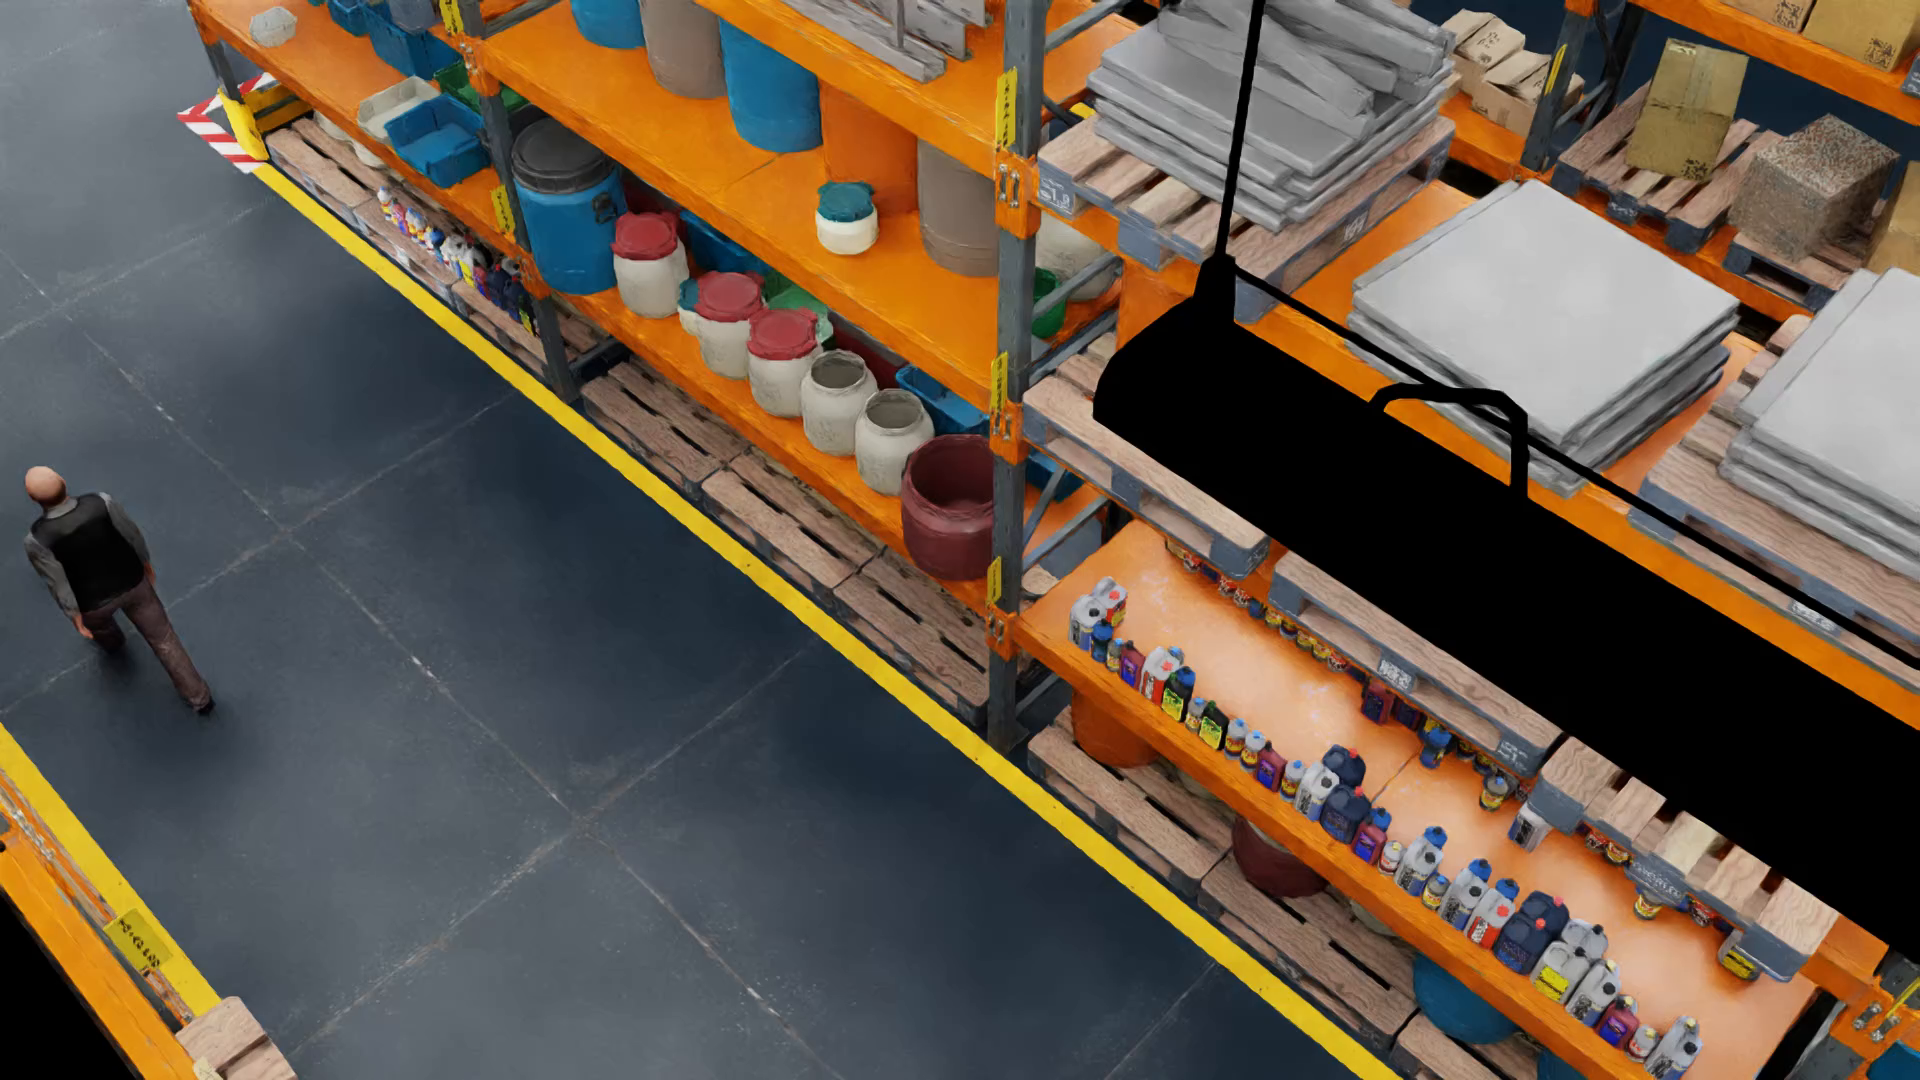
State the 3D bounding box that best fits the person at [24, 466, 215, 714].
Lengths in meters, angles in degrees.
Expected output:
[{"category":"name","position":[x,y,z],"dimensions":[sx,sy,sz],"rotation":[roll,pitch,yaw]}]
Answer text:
[{"category":"person","position":[-4.695,0.203,9.128],"dimensions":[0.544,1.646,1.101],"rotation":[-35,58,-26]}]
